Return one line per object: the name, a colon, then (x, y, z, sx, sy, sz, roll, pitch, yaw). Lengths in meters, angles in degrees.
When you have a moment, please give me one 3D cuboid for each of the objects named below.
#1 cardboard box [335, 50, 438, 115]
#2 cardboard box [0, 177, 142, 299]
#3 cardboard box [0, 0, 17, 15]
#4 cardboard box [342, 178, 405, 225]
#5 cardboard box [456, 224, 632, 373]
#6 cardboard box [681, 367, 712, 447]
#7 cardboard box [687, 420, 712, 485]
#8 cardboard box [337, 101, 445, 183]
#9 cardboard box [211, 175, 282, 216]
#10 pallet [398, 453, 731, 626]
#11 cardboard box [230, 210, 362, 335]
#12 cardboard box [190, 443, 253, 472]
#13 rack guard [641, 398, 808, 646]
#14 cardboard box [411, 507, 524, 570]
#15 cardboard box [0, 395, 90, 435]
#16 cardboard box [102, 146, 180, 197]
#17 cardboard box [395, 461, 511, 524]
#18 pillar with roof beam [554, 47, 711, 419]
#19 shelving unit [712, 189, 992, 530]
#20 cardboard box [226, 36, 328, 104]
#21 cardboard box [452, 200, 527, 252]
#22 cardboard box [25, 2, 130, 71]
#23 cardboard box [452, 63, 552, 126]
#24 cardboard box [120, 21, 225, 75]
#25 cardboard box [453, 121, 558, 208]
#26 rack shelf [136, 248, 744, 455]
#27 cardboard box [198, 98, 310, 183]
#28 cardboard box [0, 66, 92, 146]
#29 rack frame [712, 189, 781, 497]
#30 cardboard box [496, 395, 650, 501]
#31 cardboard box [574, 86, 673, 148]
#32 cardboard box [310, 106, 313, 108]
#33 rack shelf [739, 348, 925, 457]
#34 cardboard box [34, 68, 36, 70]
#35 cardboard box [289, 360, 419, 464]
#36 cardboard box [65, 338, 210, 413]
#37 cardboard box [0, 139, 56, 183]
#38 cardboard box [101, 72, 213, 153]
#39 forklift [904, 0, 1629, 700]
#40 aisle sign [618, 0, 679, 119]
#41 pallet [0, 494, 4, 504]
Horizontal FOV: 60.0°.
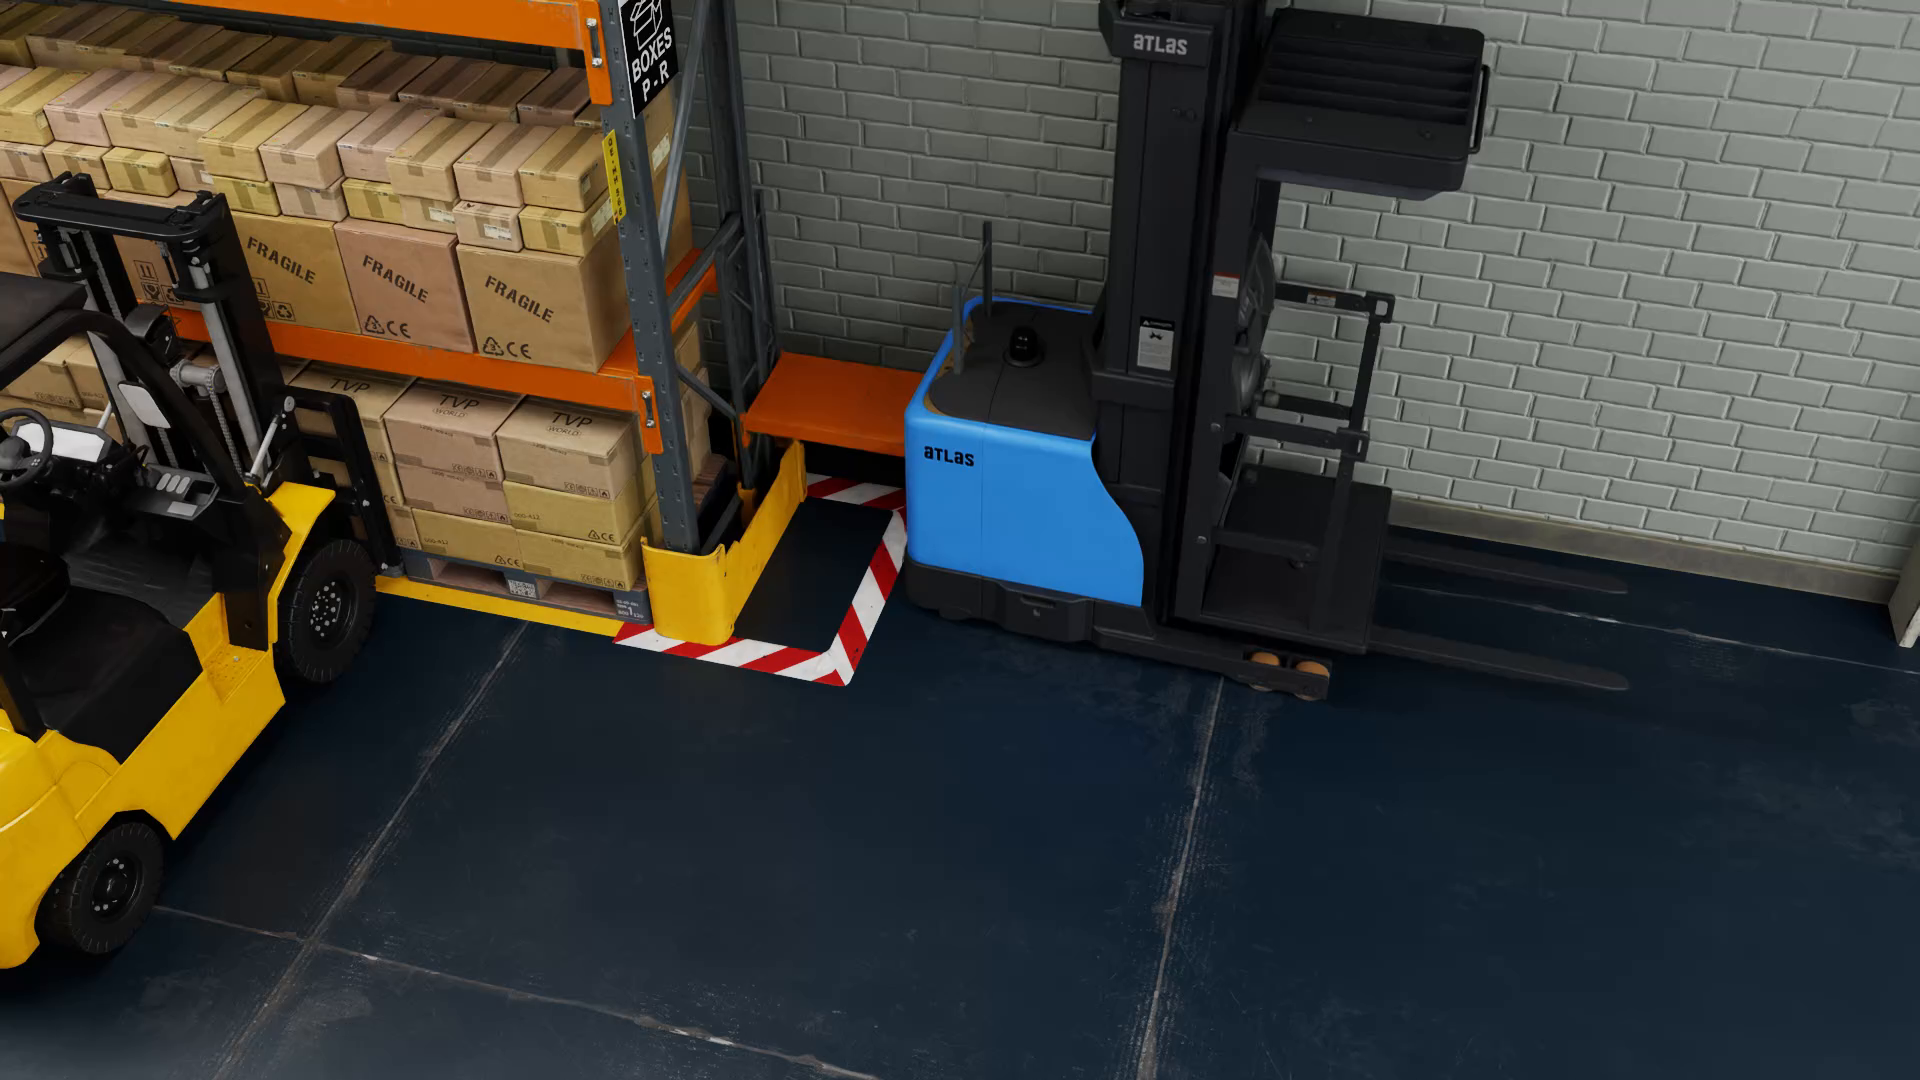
cardboard box: (-2.329, -1.843, 6.799, 0.250, 0.149, 0.380, 11, 41, 13)
cardboard box: (-3.566, -1.383, 6.987, 0.500, 0.500, 0.500, 9, 41, 11)
cardboard box: (-4.306, -2.209, 7.234, 0.250, 0.149, 0.380, 9, 41, 10)
cardboard box: (-2.194, -1.400, 6.502, 0.250, 0.149, 0.380, 9, 41, 11)
cardboard box: (-1.604, -1.033, 6.570, 0.500, 0.500, 0.500, 9, 41, 10)
cardboard box: (-1.461, -0.582, 7.534, 0.500, 0.250, 0.500, 10, 41, 12)
cardboard box: (-1.484, -0.387, 7.690, 0.500, 0.250, 0.500, 10, 41, 12)
cardboard box: (-2.188, -1.541, 6.439, 0.250, 0.149, 0.380, 10, 41, 12)
cardboard box: (-2.713, -1.444, 6.555, 0.250, 0.149, 0.380, 10, 41, 12)
pallet: (-1.810, -0.109, 7.716, 1.213, 0.211, 1.003, 10, 41, 11)
cardboard box: (-2.598, -1.210, 6.780, 0.500, 0.500, 0.500, 9, 41, 11)
cardboard box: (-3.080, -0.510, 7.448, 0.500, 0.250, 0.500, 10, 41, 11)
rack guard: (-1.037, -0.115, 7.498, 0.348, 0.500, 1.175, 10, 41, 11)
cardboard box: (-2.074, -0.154, 7.413, 0.500, 0.250, 0.500, 10, 41, 11)
cardboard box: (-4.050, -0.685, 7.657, 0.500, 0.250, 0.500, 10, 41, 11)
cardboard box: (-3.196, -1.542, 6.671, 0.250, 0.149, 0.380, 9, 41, 11)
cardboard box: (-2.093, -0.352, 7.259, 0.500, 0.250, 0.500, 9, 41, 11)
pillar with roof beam: (-2.613, -1.374, 2.389, 0.400, 9.000, 9.100, 10, 41, 11)
shelving unit: (-0.436, -0.702, 7.355, 1.083, 1.500, 0.587, 10, 44, 12)
cardboard box: (-2.816, -1.940, 6.914, 0.250, 0.149, 0.380, 10, 41, 12)
cardboard box: (-1.722, -1.270, 6.348, 0.250, 0.149, 0.380, 10, 41, 12)
cardboard box: (-3.789, -2.170, 7.188, 0.250, 0.149, 0.380, 9, 41, 11)
cardboard box: (-1.832, -1.765, 6.705, 0.250, 0.149, 0.380, 11, 41, 12)
cardboard box: (-3.309, -2.043, 7.037, 0.250, 0.149, 0.380, 9, 41, 11)
cardboard box: (-1.707, -1.427, 6.303, 0.250, 0.149, 0.380, 10, 41, 11)
rack shelf: (-2.992, -1.133, 7.326, 4.000, 0.370, 1.077, 10, 41, 11)
cardboard box: (-2.720, -1.555, 6.456, 0.250, 0.149, 0.380, 11, 41, 12)
cardboard box: (-3.689, -1.747, 6.684, 0.250, 0.149, 0.380, 9, 41, 11)
rack frame: (-0.916, -0.789, 7.461, 0.032, 1.500, 0.500, 10, 44, 12)
cardboard box: (-1.586, -0.449, 6.987, 0.500, 0.250, 0.500, 11, 41, 13)
cardboard box: (-1.330, -1.665, 6.587, 0.250, 0.149, 0.380, 9, 41, 11)
cardboard box: (-2.545, -1.838, 7.024, 0.250, 0.149, 0.380, 11, 41, 13)
rack shelf: (-0.424, -0.568, 7.475, 1.000, 0.185, 0.538, 10, 44, 12)
cardboard box: (-4.043, -2.064, 7.294, 0.250, 0.149, 0.380, 11, 41, 13)
cardboard box: (-2.571, -0.608, 7.176, 0.500, 0.250, 0.500, 10, 41, 12)
cardboard box: (-3.563, -0.789, 7.392, 0.500, 0.250, 0.500, 11, 41, 13)
cardboard box: (-3.703, -1.611, 6.754, 0.250, 0.149, 0.380, 9, 41, 11)
cardboard box: (-3.183, -1.709, 6.639, 0.250, 0.149, 0.380, 10, 41, 12)
forklift: (1.333, -0.836, 6.466, 3.031, 2.935, 1.130, 11, 41, 13)
aisle sign: (-1.073, -1.878, 5.632, 0.004, 0.787, 0.394, 10, 41, 11)
pallet: (-4.167, -0.515, 8.199, 1.213, 0.211, 1.003, 10, 41, 11)
